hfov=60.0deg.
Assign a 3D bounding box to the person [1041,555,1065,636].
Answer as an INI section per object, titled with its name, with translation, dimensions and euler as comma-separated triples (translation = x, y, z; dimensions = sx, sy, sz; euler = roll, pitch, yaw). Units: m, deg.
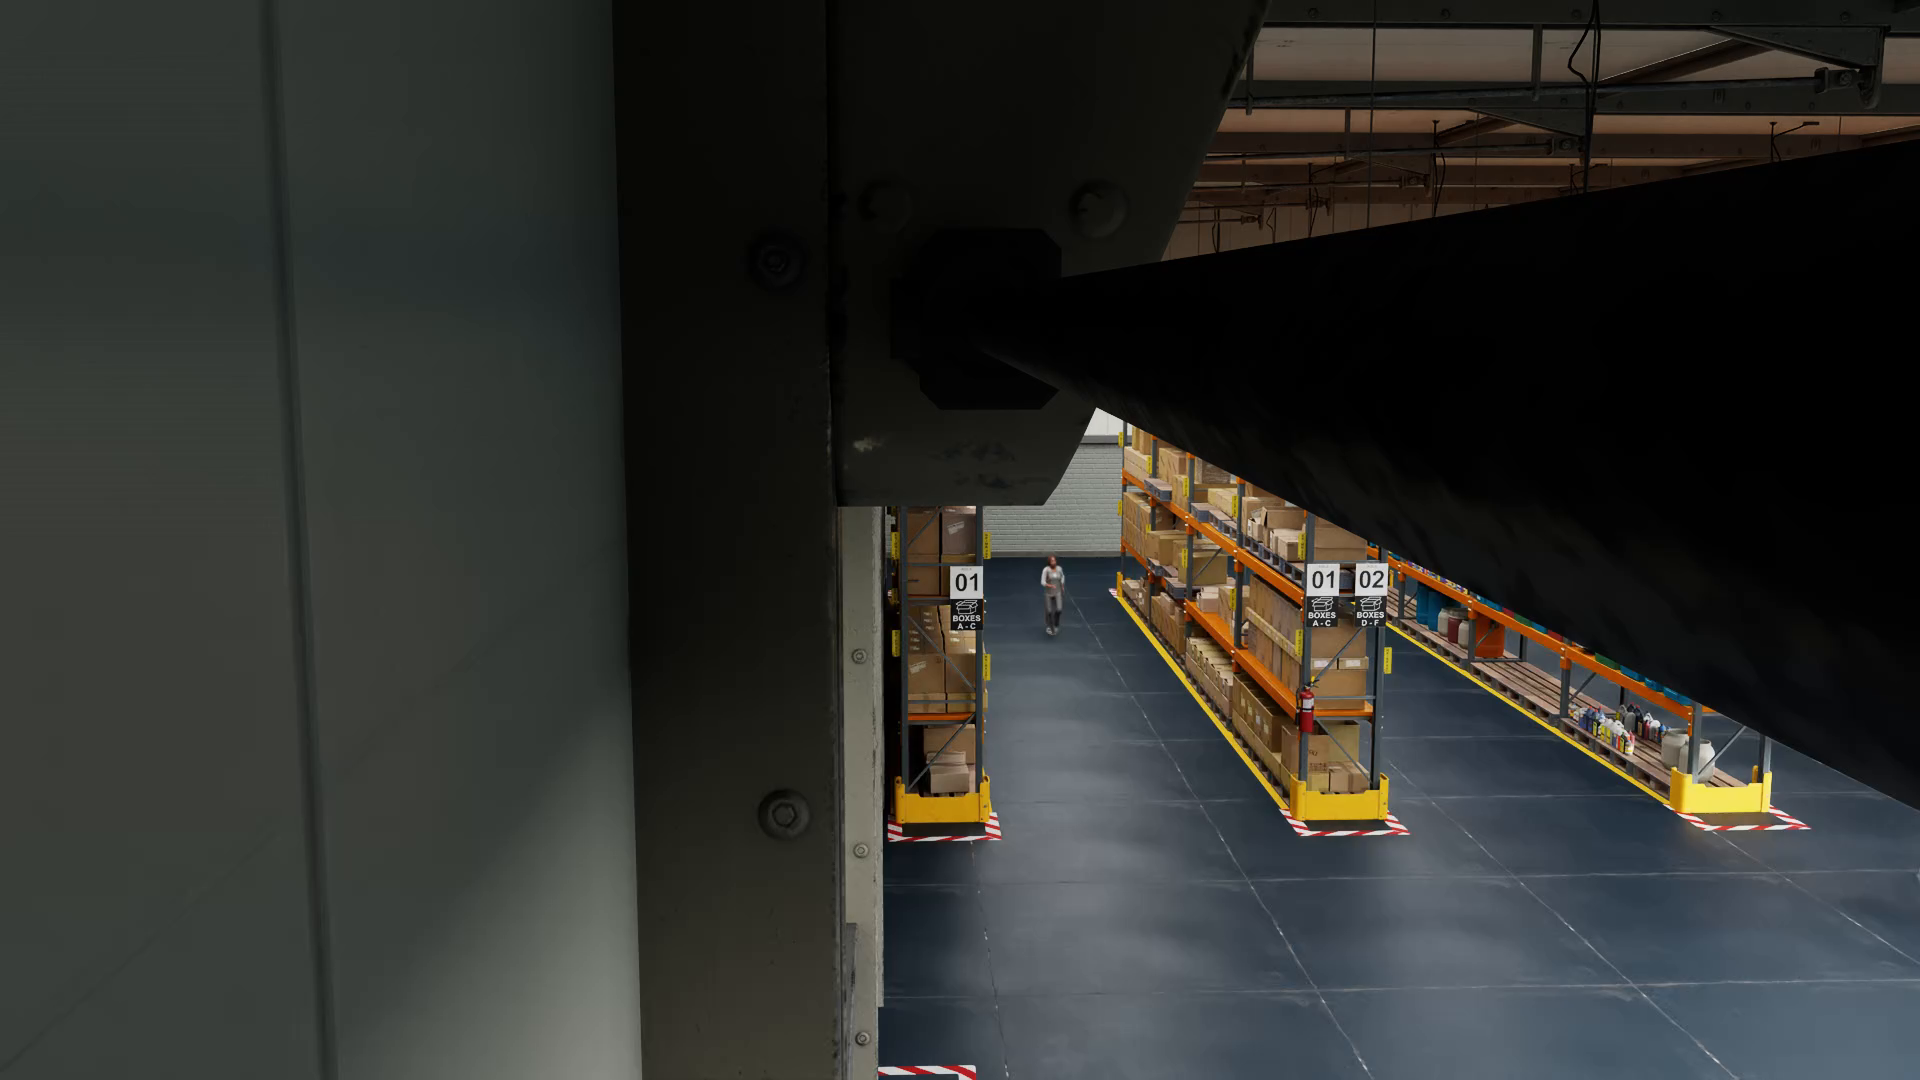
[person]
translation = 1.789, 1.071, 31.905
dimensions = 0.504, 1.571, 0.732
euler = -1, 8, -8
